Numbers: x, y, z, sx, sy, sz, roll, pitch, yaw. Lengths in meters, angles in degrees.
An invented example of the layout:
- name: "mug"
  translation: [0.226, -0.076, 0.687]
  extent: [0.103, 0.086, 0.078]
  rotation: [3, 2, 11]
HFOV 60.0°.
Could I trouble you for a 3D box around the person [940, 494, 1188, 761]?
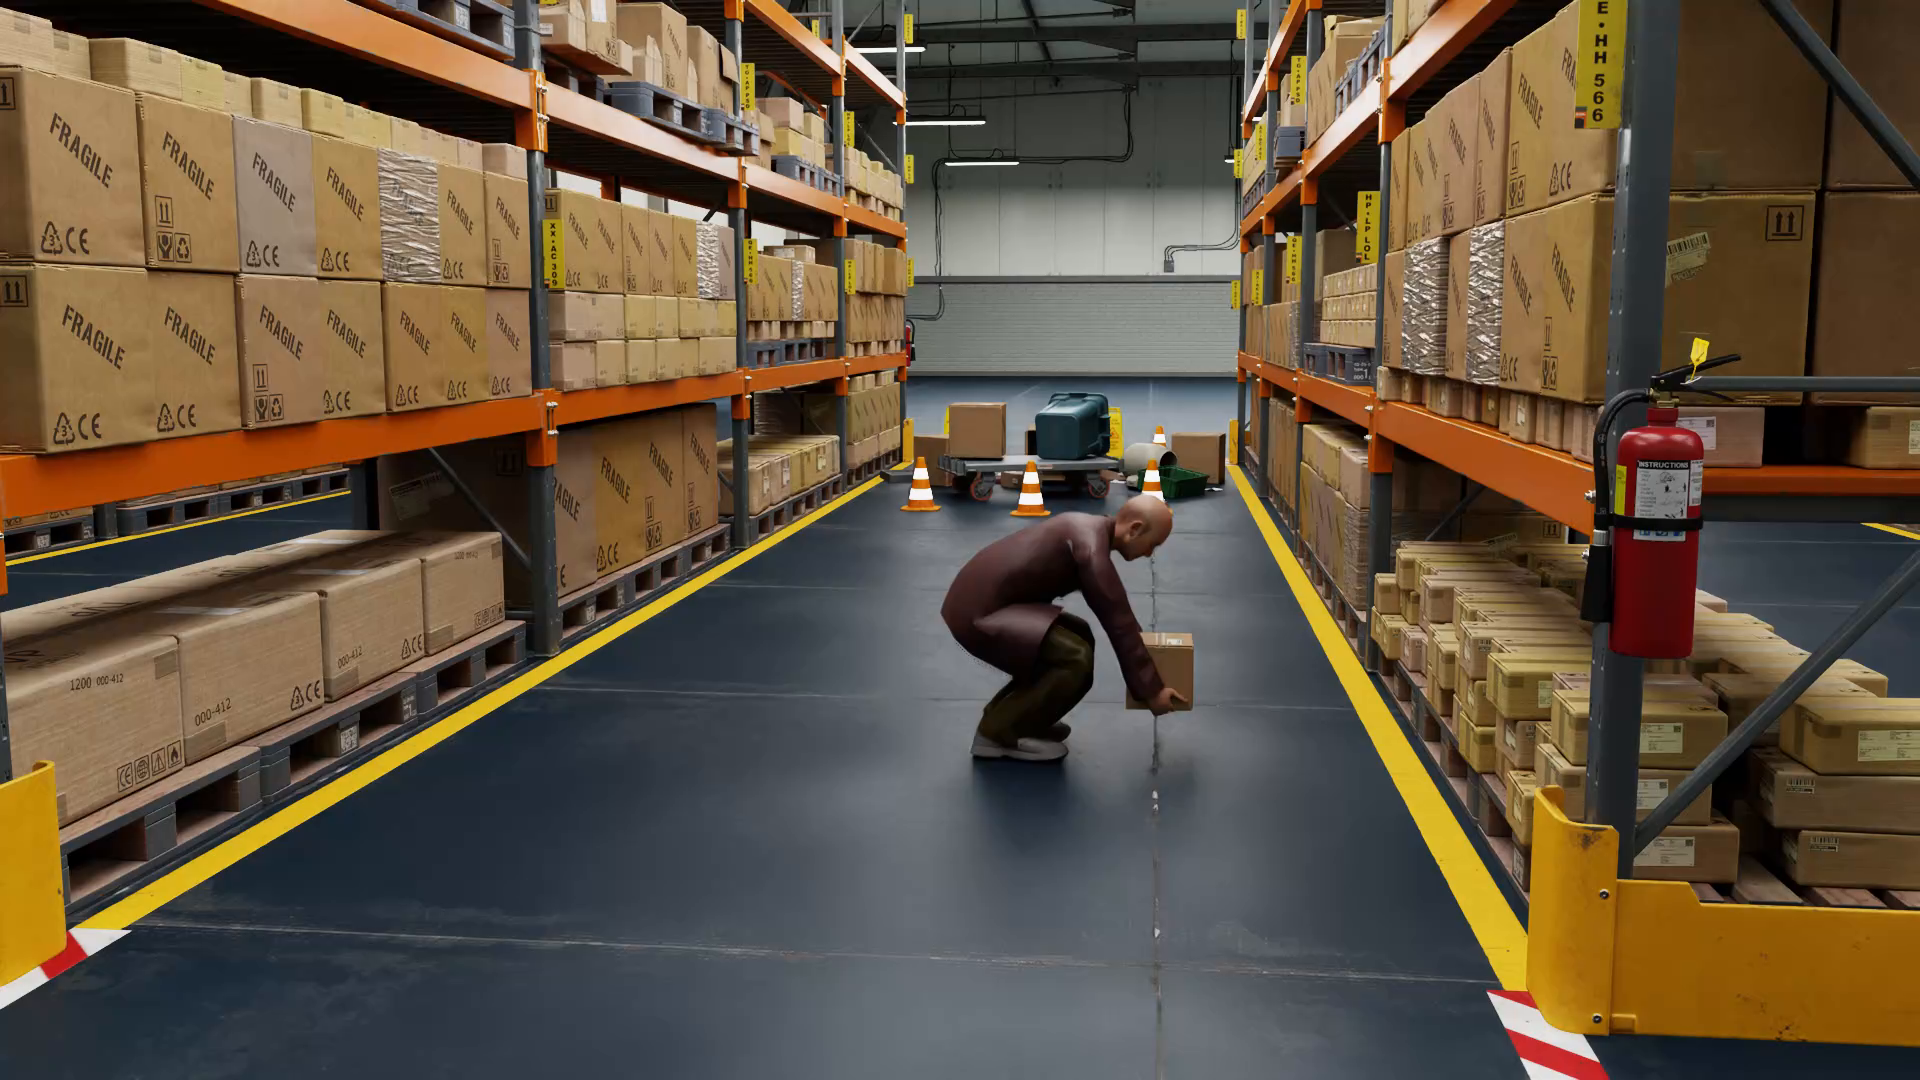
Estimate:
- name: "person"
  translation: [0.400, 0.324, 6.378]
  extent: [0.948, 1.000, 0.581]
  rotation: [1, 7, 5]
